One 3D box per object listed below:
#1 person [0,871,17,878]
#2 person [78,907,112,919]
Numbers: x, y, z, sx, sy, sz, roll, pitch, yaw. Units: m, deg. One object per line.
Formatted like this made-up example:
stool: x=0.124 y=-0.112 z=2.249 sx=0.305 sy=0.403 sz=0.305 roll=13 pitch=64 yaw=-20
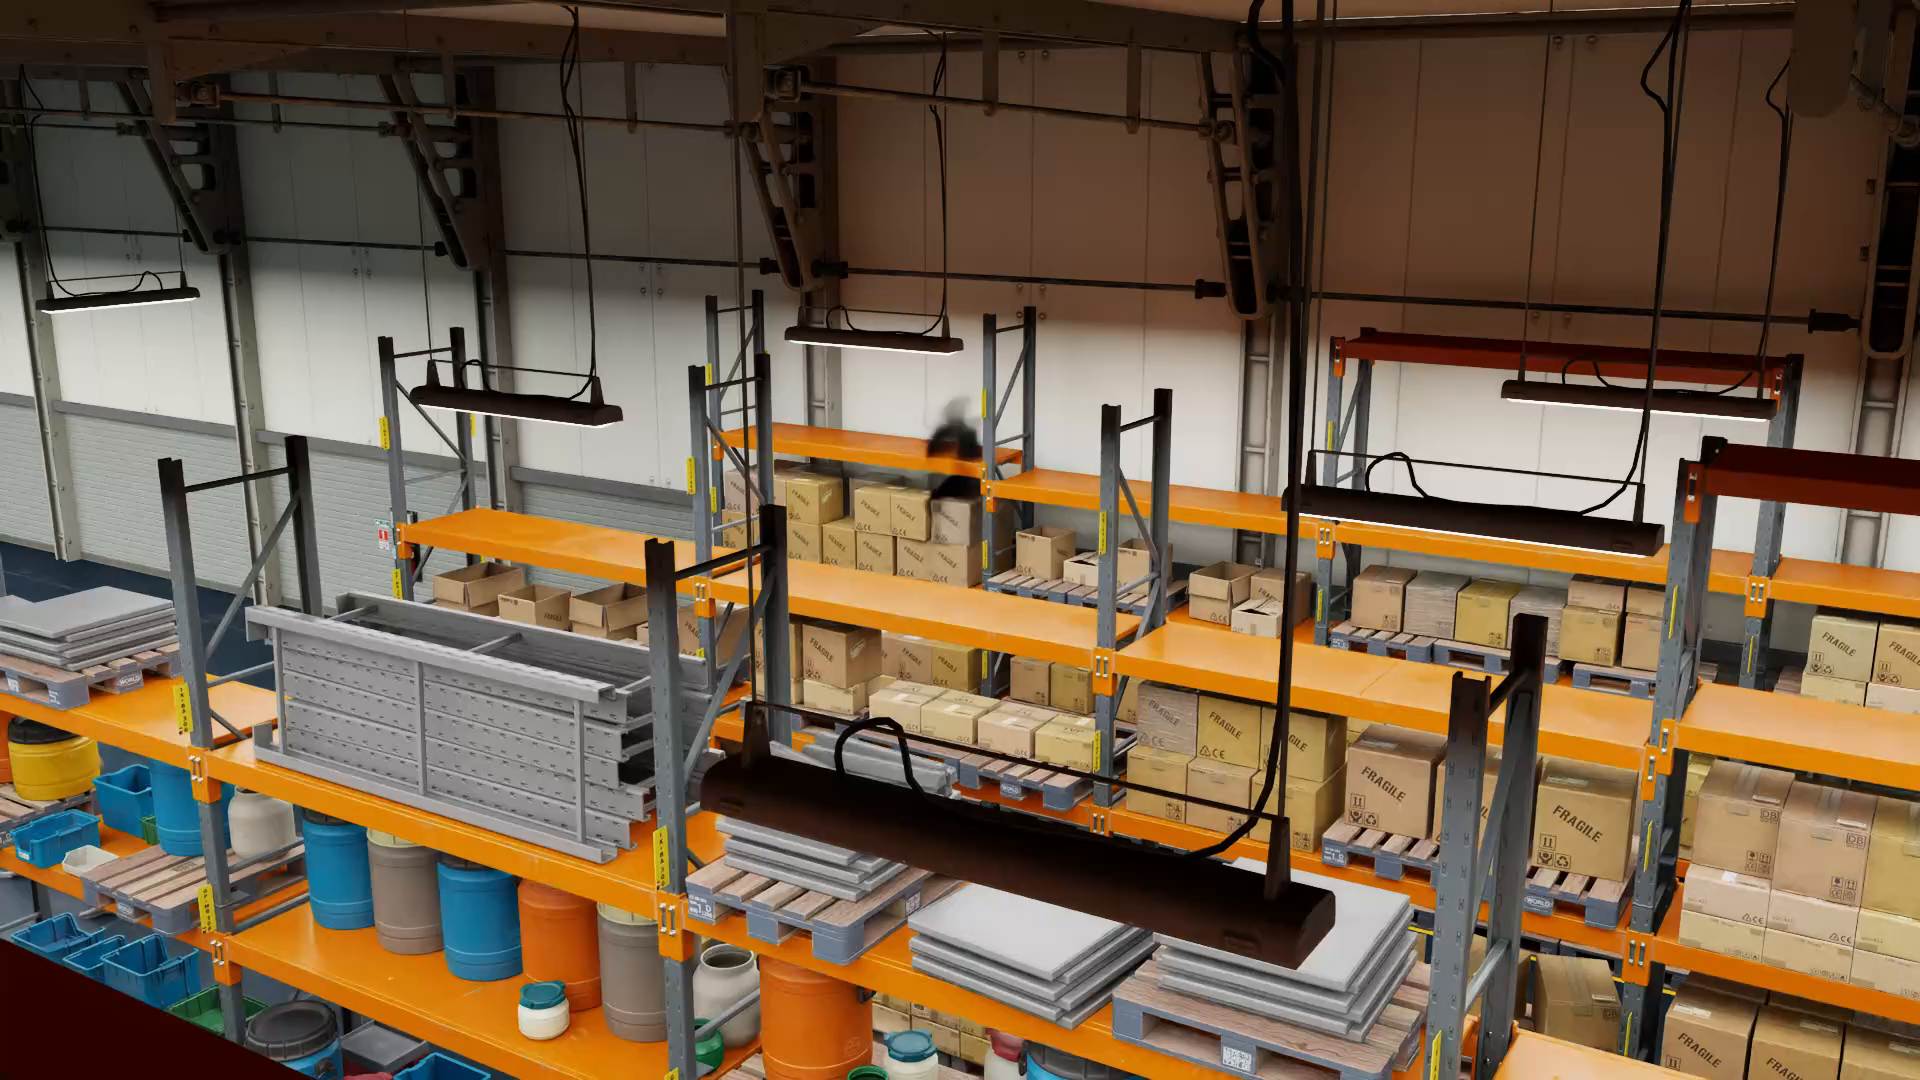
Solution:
person: x=-10.504 y=2.869 z=18.011 sx=0.594 sy=1.748 sz=0.693 roll=-8 pitch=16 yaw=-31
person: x=-8.905 y=3.078 z=17.228 sx=0.628 sy=1.746 sz=0.715 roll=-8 pitch=16 yaw=-29
